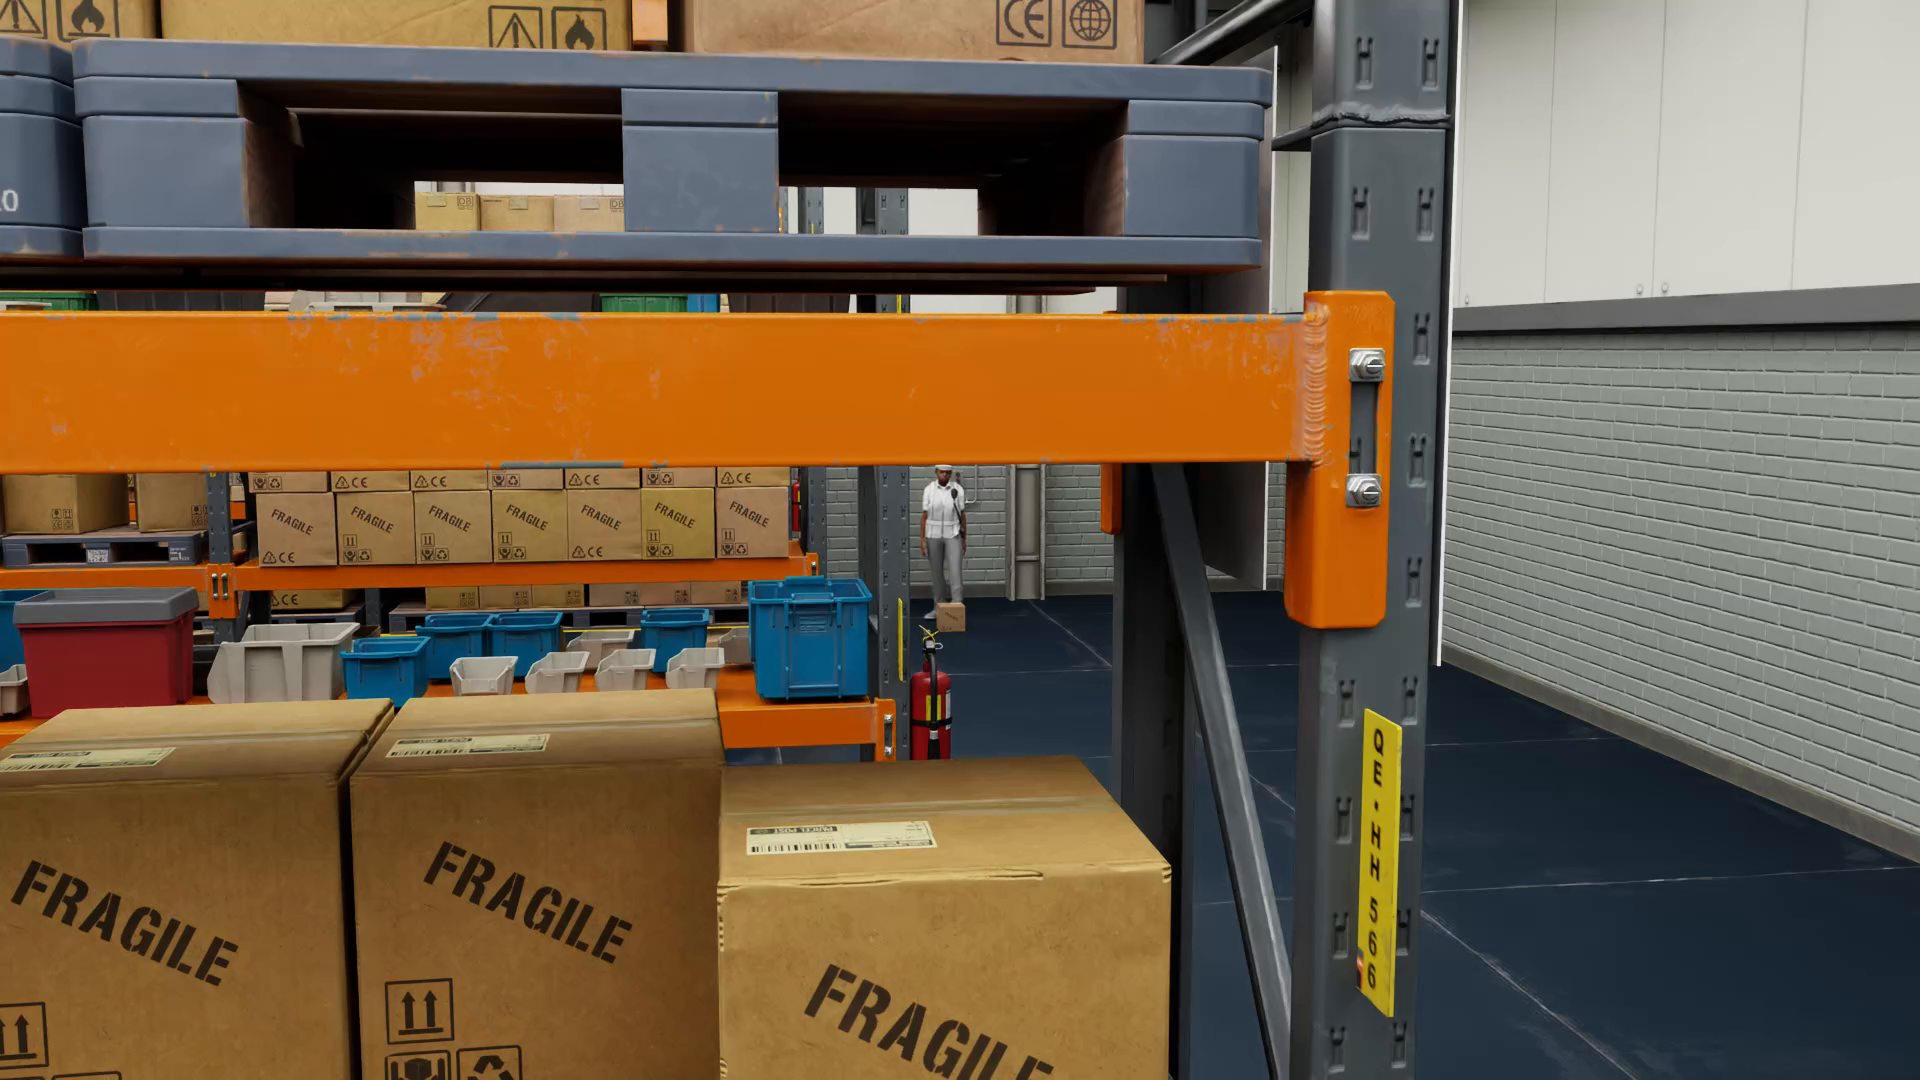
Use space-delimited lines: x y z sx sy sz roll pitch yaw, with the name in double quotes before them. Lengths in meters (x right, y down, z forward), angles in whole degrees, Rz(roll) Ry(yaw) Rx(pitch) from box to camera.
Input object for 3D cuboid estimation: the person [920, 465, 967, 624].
"person" -4.499 0.551 11.259 8.226 1.826 12.302 1 7 5
